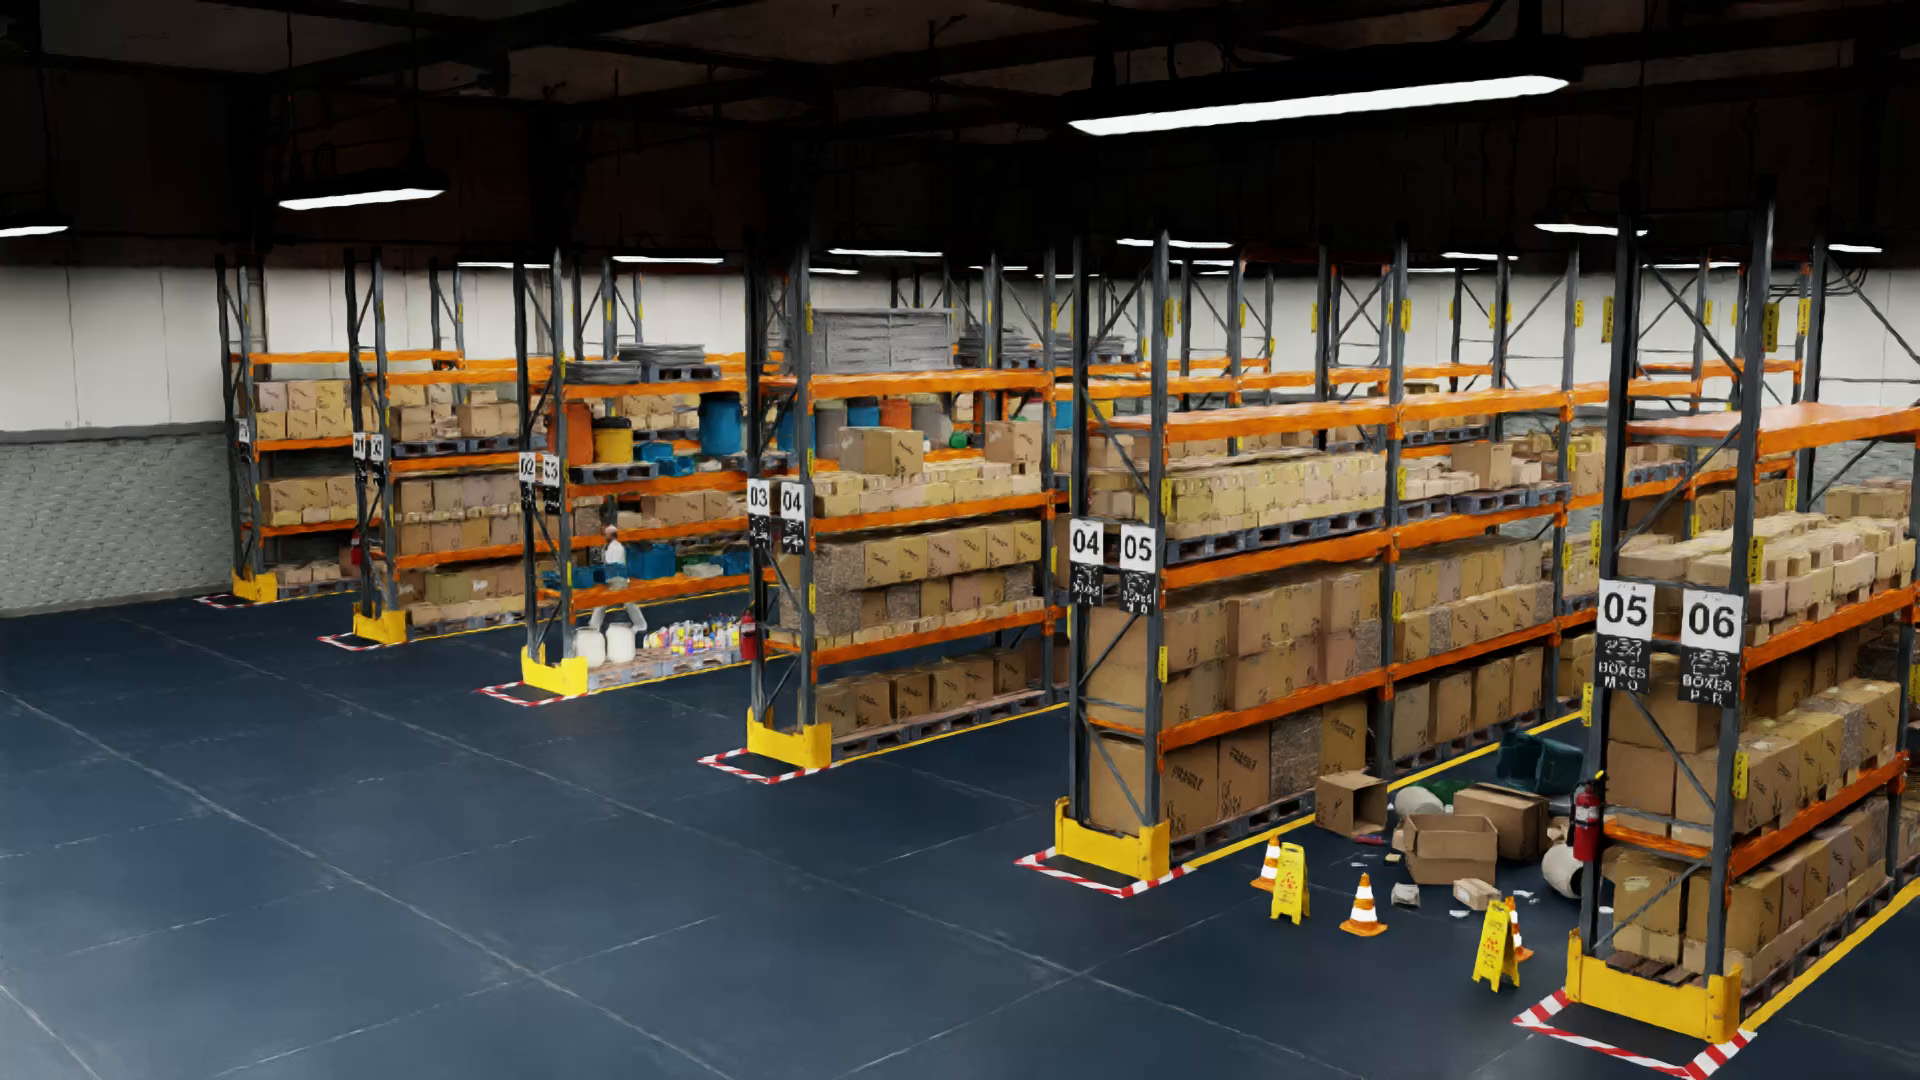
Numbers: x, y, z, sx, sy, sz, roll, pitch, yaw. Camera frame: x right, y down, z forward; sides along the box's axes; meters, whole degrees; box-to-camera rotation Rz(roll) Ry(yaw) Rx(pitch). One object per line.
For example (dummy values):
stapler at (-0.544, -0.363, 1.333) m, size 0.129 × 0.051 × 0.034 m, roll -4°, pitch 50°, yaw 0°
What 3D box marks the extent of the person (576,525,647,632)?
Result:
person at (-5.441, 0.617, 26.014) m, size 1.089 × 1.712 × 0.576 m, roll -6°, pitch 10°, yaw -36°
